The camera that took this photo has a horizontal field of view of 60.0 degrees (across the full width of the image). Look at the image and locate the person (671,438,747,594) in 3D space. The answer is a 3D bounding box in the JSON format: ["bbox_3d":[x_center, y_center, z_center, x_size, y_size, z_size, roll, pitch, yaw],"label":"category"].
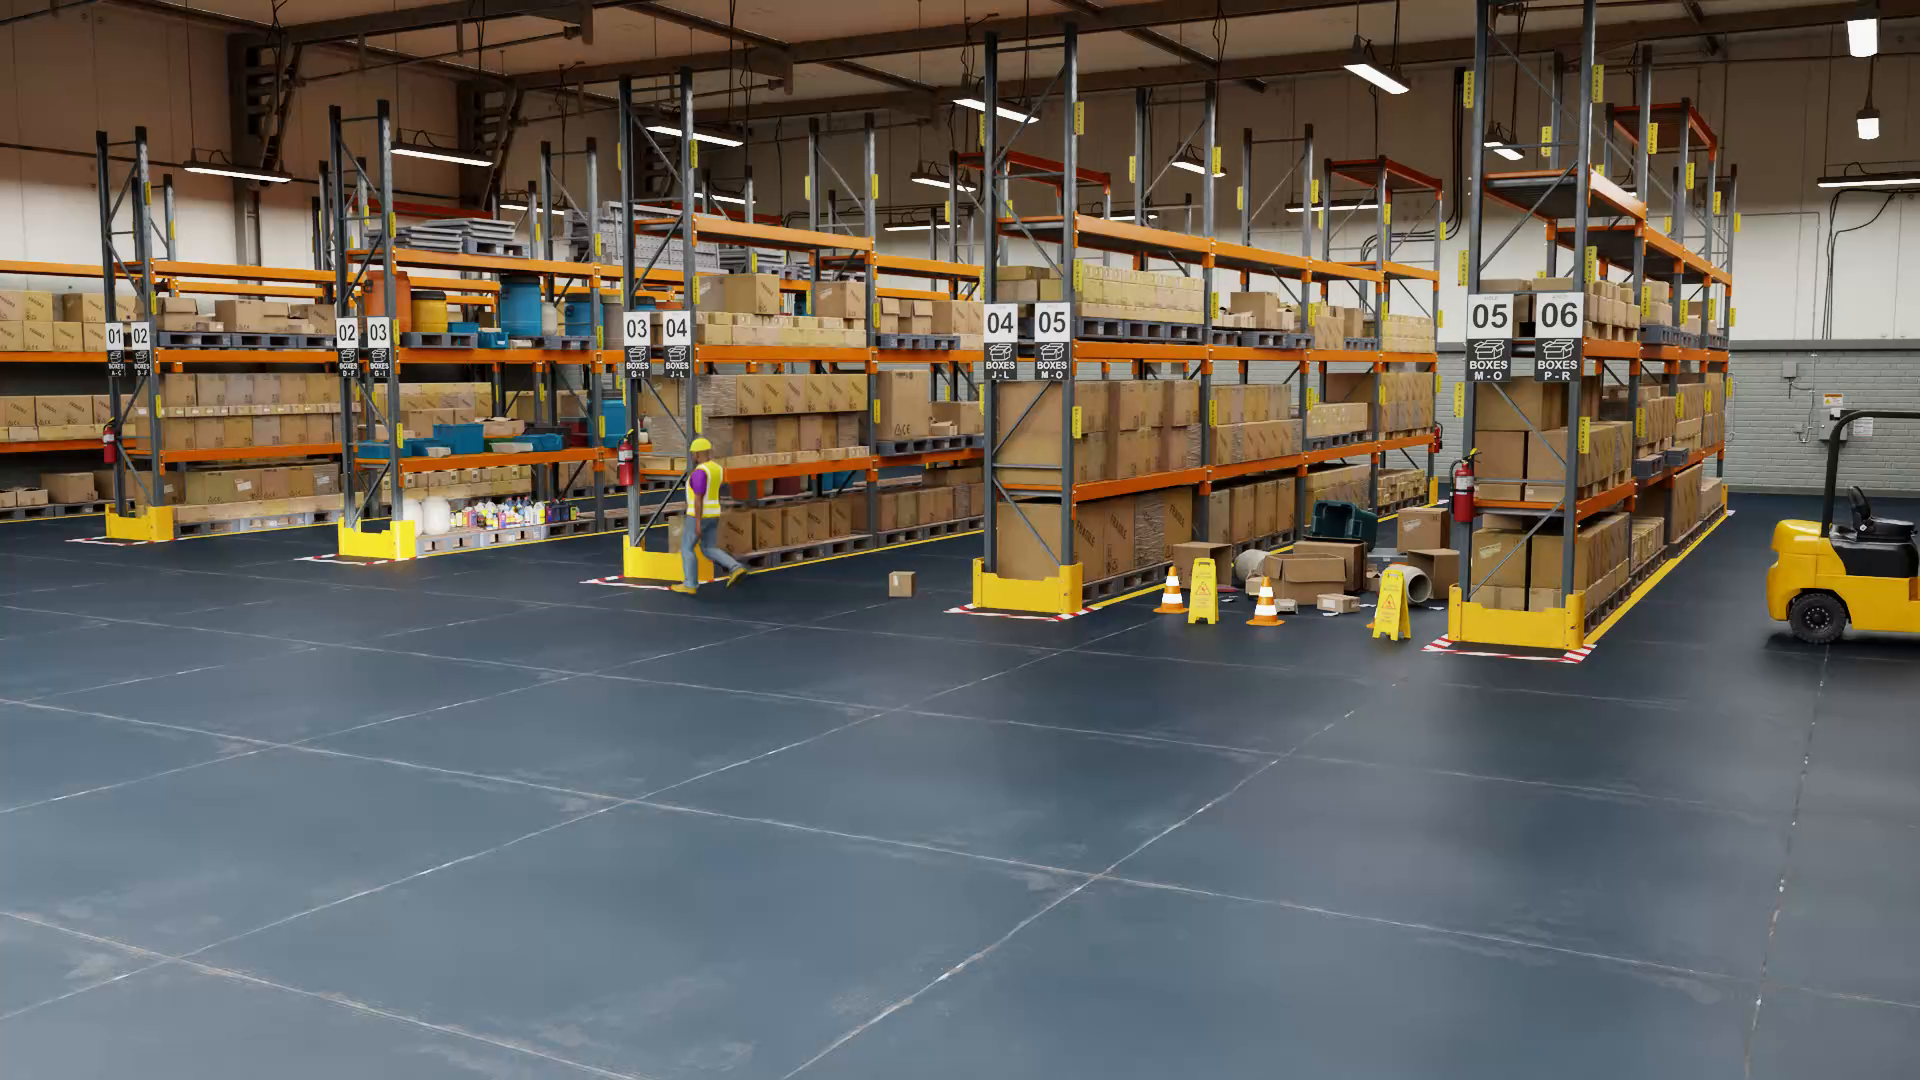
[{"bbox_3d":[-2.799,-0.265,18.520,0.860,1.740,0.613,2,6,21],"label":"person"}]
